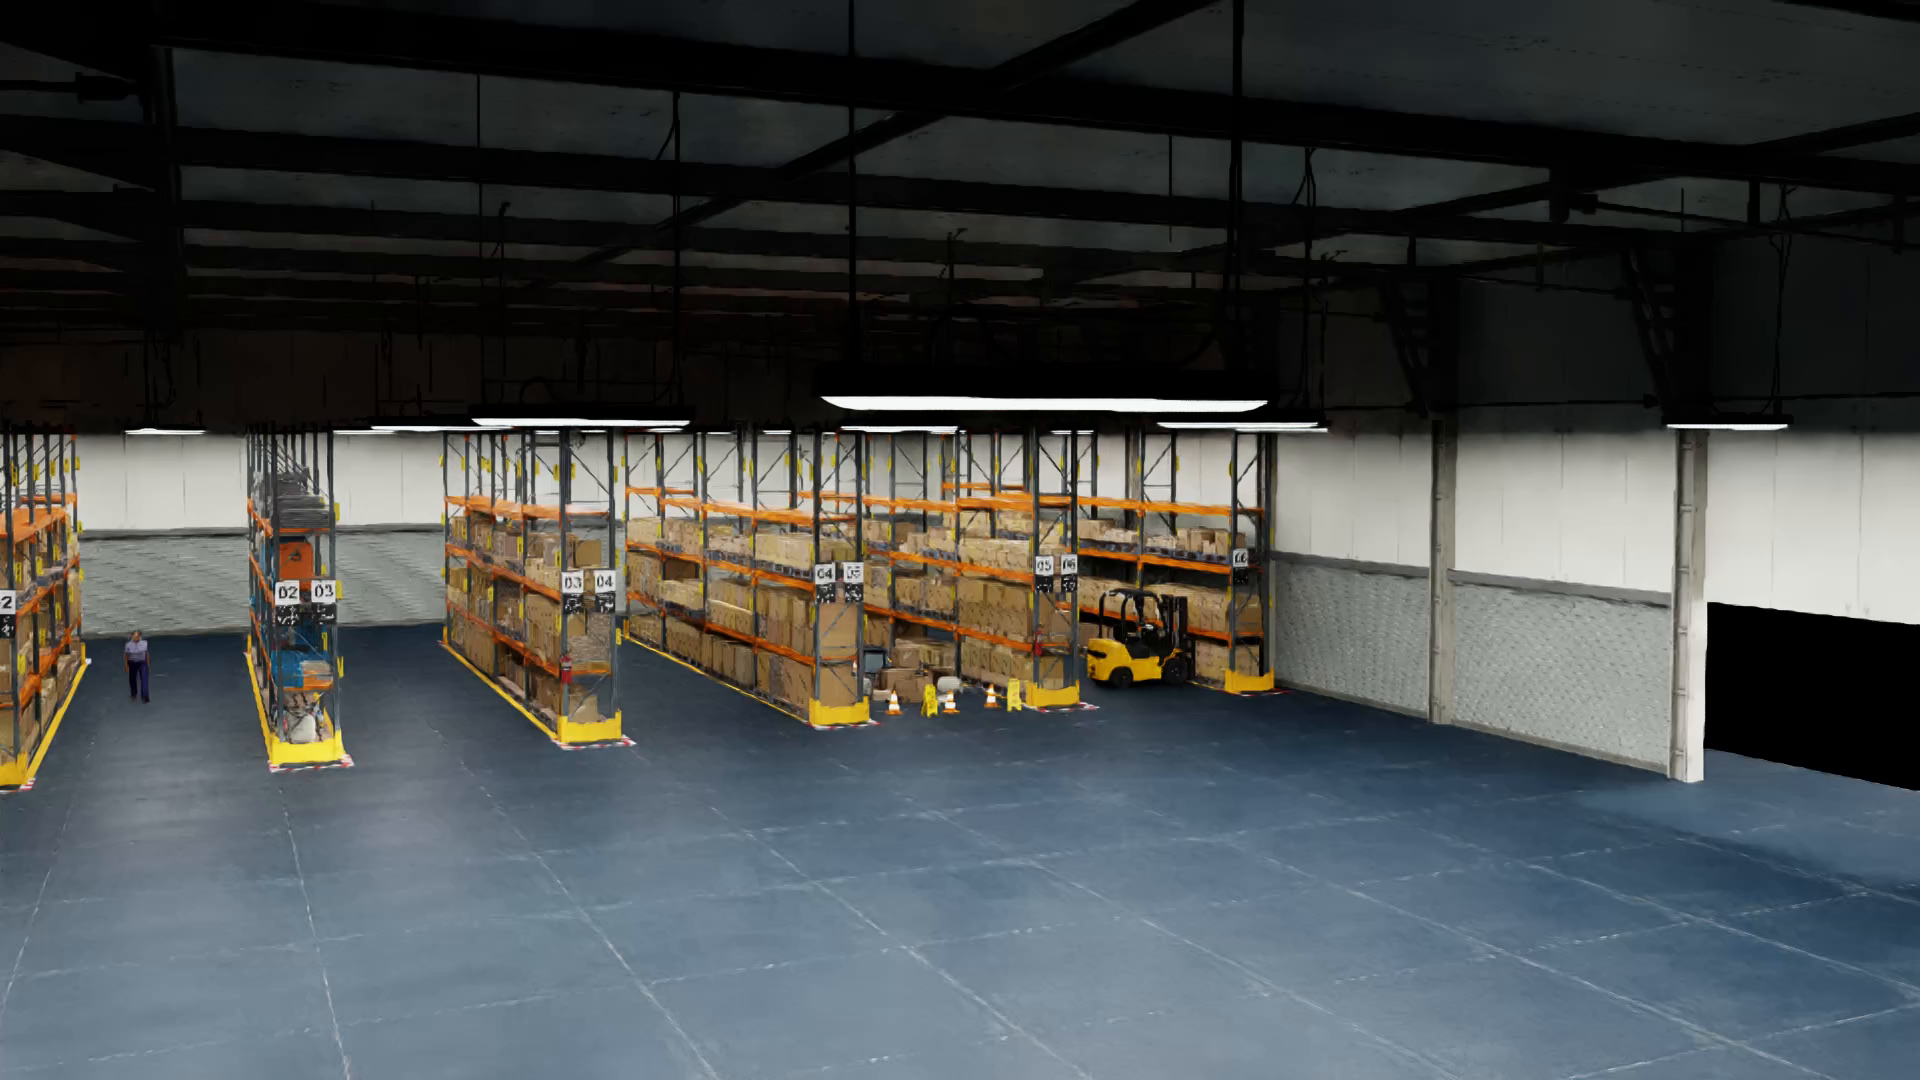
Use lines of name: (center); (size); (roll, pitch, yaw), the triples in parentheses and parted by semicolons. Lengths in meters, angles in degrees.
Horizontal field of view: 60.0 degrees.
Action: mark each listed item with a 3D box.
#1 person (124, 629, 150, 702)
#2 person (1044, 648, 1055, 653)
person: (-17.718, 2.687, 35.783); (0.481, 1.565, 1.091); (-2, 4, -27)
person: (2.046, 2.496, 39.176); (0.583, 1.525, 0.662); (0, 4, 8)
